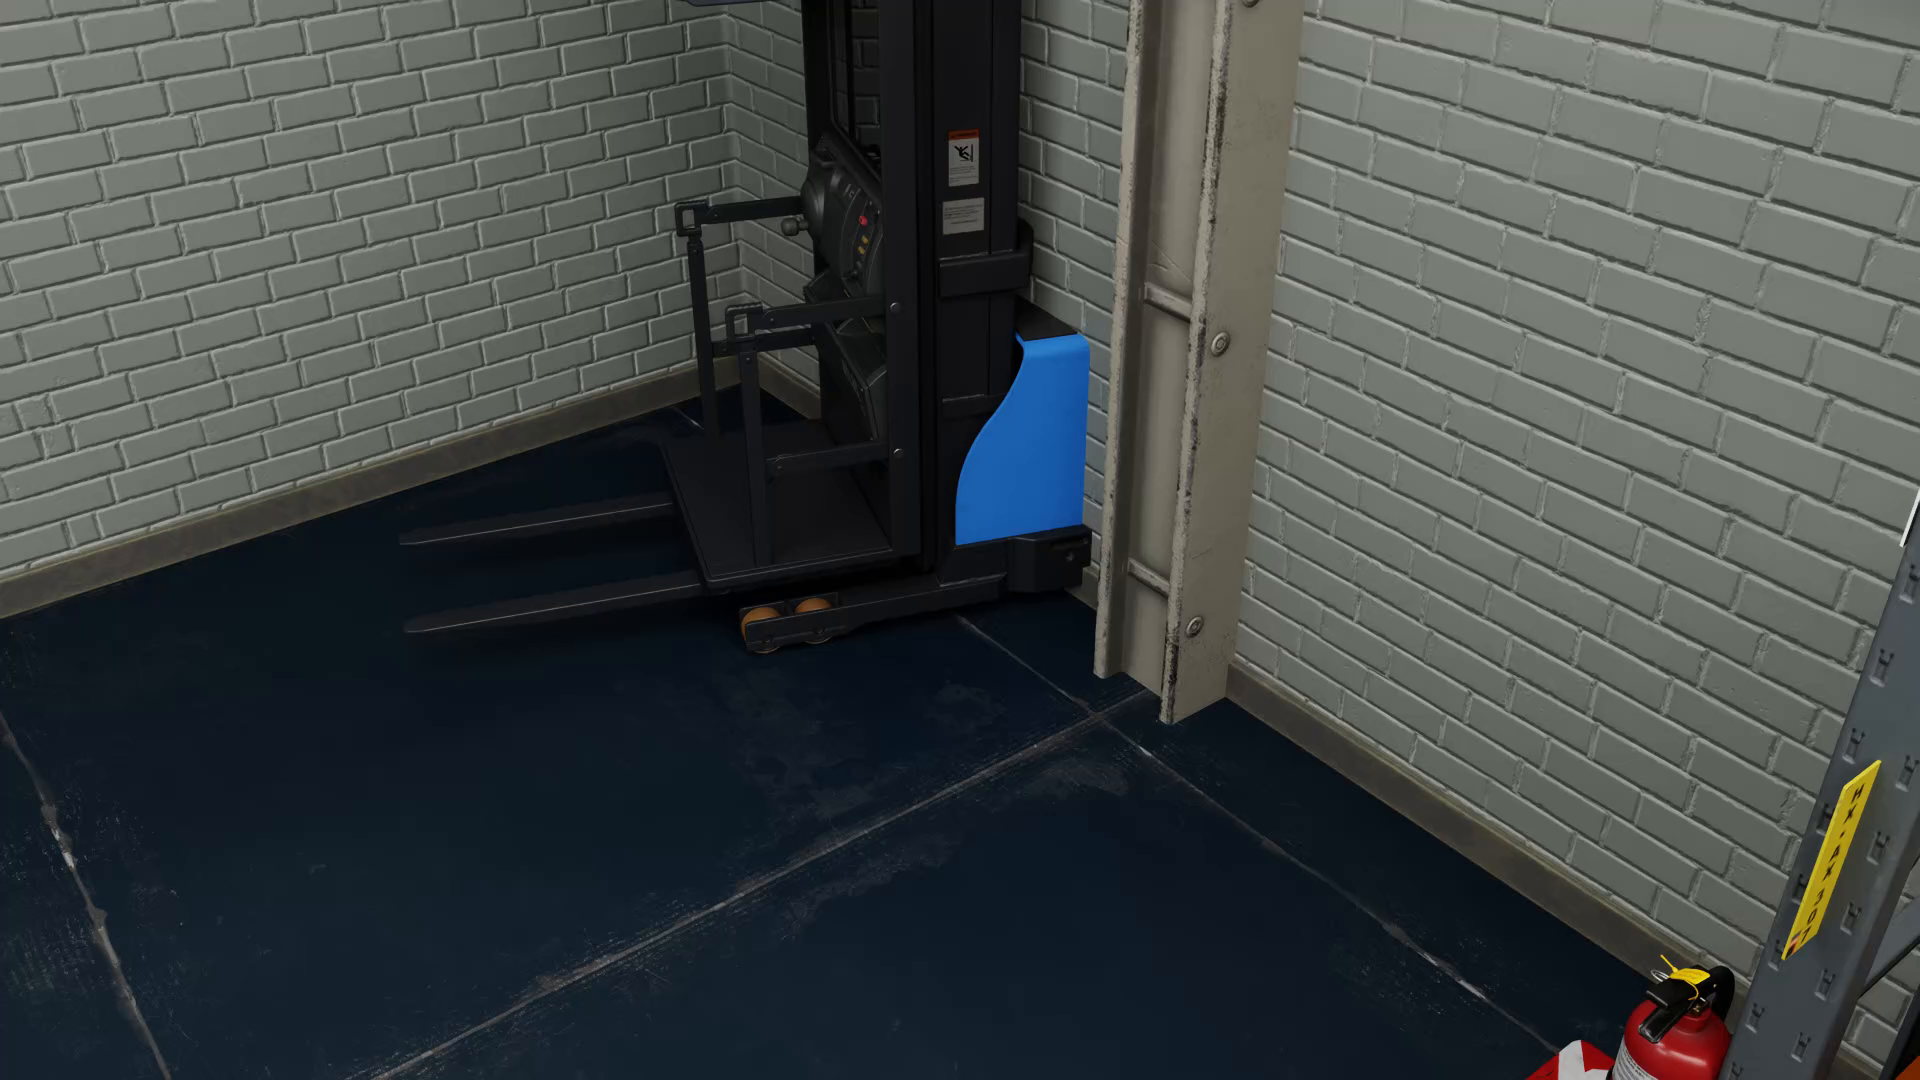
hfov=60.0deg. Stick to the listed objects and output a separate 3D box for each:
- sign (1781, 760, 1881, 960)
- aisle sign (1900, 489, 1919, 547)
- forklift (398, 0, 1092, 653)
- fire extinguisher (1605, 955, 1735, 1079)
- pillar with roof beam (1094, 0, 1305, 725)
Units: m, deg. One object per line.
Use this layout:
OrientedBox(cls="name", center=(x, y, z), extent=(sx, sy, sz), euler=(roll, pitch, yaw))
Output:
OrientedBox(cls="sign", center=(1.232, 0.456, 2.352), extent=(0.100, 0.325, 0.005), euler=(-22, 38, -31))
OrientedBox(cls="aisle sign", center=(1.387, -0.390, 2.071), extent=(0.394, 0.787, 0.004), euler=(-22, 38, -31))
OrientedBox(cls="forklift", center=(-0.600, -1.144, 5.814), extent=(3.031, 2.935, 1.130), euler=(-10, 33, -15))
OrientedBox(cls="fire extinguisher", center=(1.205, 0.927, 2.840), extent=(0.296, 0.674, 0.183), euler=(-22, 38, -31))
OrientedBox(cls="pillar with roof beam", center=(-2.681, -1.923, 1.317), extent=(9.100, 9.000, 0.400), euler=(-22, 38, -31))
